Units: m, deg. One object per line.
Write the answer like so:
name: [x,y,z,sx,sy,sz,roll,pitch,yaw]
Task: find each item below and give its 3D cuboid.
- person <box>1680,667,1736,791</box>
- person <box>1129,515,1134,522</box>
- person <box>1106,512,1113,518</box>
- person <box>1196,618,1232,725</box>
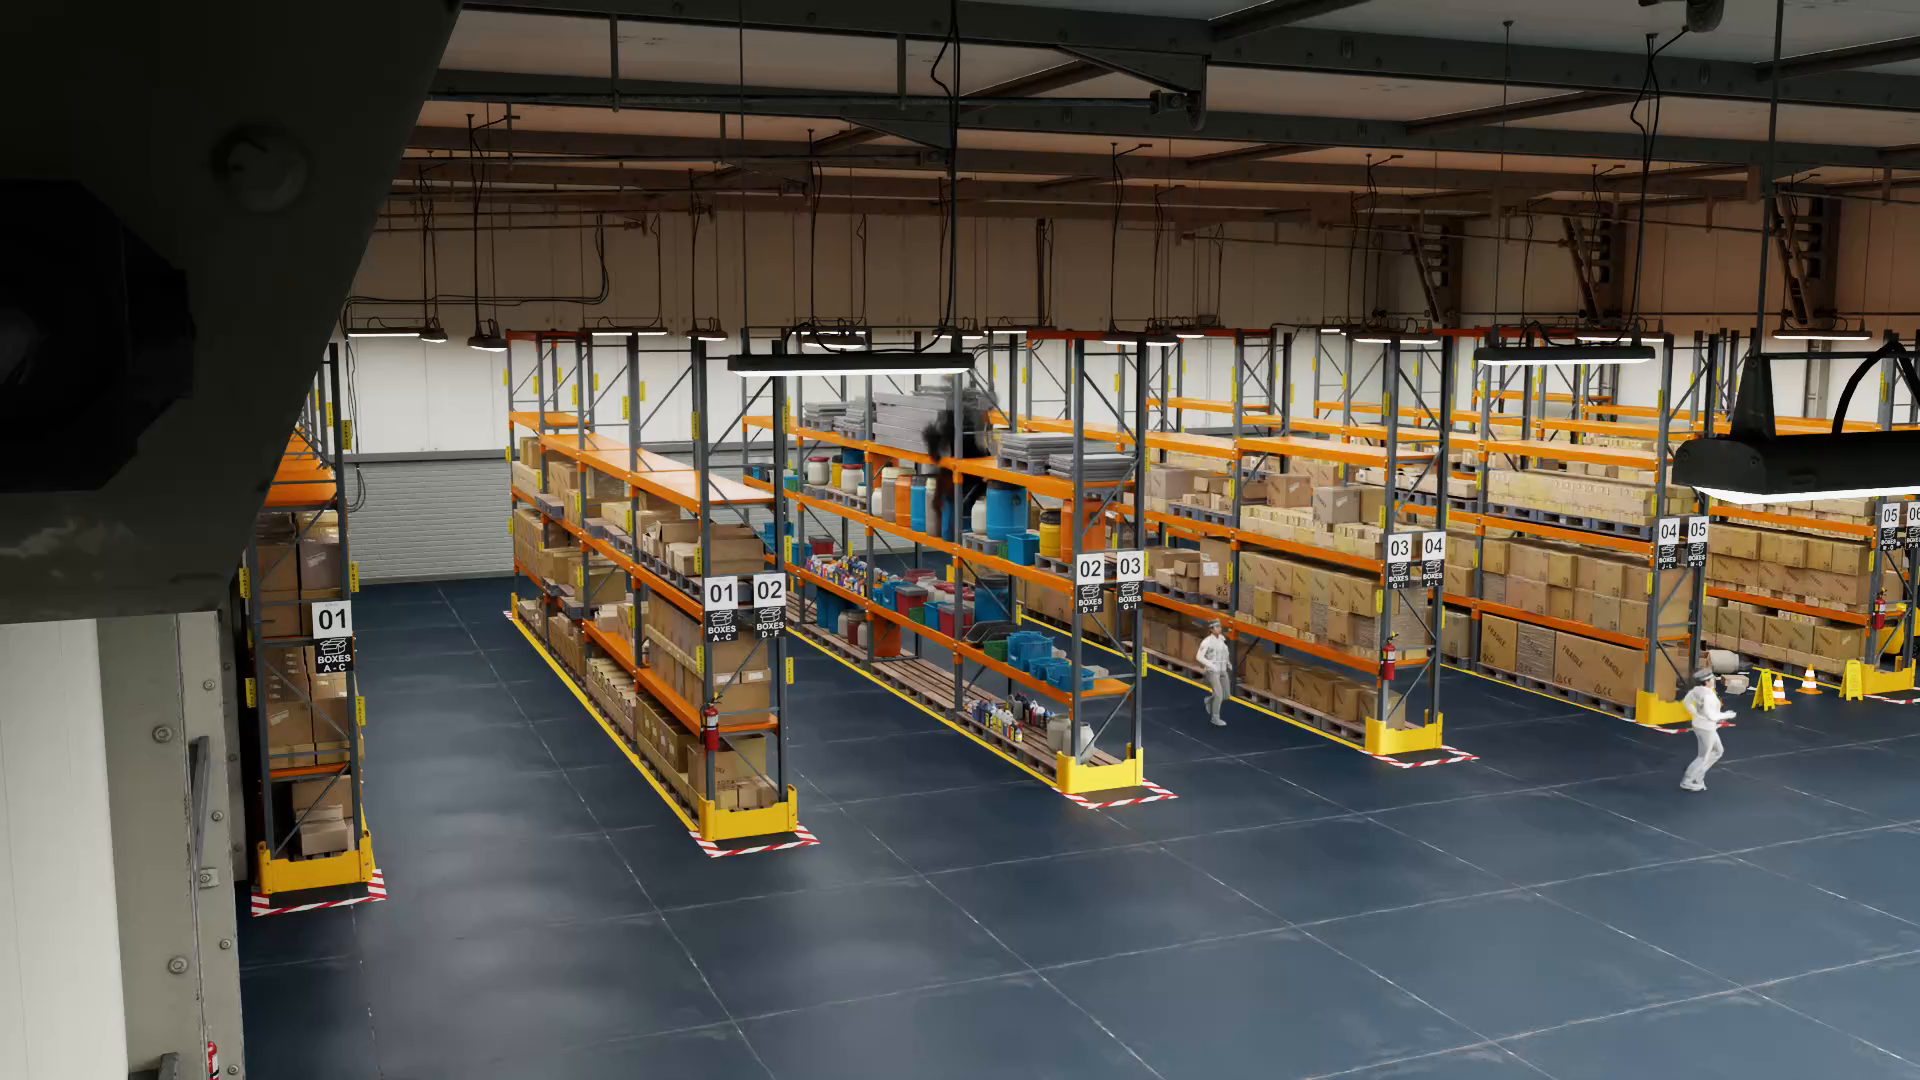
person: [9.910,2.513,22.032,0.627,1.691,0.598,2,8,12]
person: [4.514,-0.196,41.834,0.860,1.763,0.774,-1,8,-6]
person: [3.329,-0.060,40.525,0.767,1.792,0.932,6,10,36]
person: [3.905,2.003,25.556,0.614,1.641,0.580,-5,9,-32]
